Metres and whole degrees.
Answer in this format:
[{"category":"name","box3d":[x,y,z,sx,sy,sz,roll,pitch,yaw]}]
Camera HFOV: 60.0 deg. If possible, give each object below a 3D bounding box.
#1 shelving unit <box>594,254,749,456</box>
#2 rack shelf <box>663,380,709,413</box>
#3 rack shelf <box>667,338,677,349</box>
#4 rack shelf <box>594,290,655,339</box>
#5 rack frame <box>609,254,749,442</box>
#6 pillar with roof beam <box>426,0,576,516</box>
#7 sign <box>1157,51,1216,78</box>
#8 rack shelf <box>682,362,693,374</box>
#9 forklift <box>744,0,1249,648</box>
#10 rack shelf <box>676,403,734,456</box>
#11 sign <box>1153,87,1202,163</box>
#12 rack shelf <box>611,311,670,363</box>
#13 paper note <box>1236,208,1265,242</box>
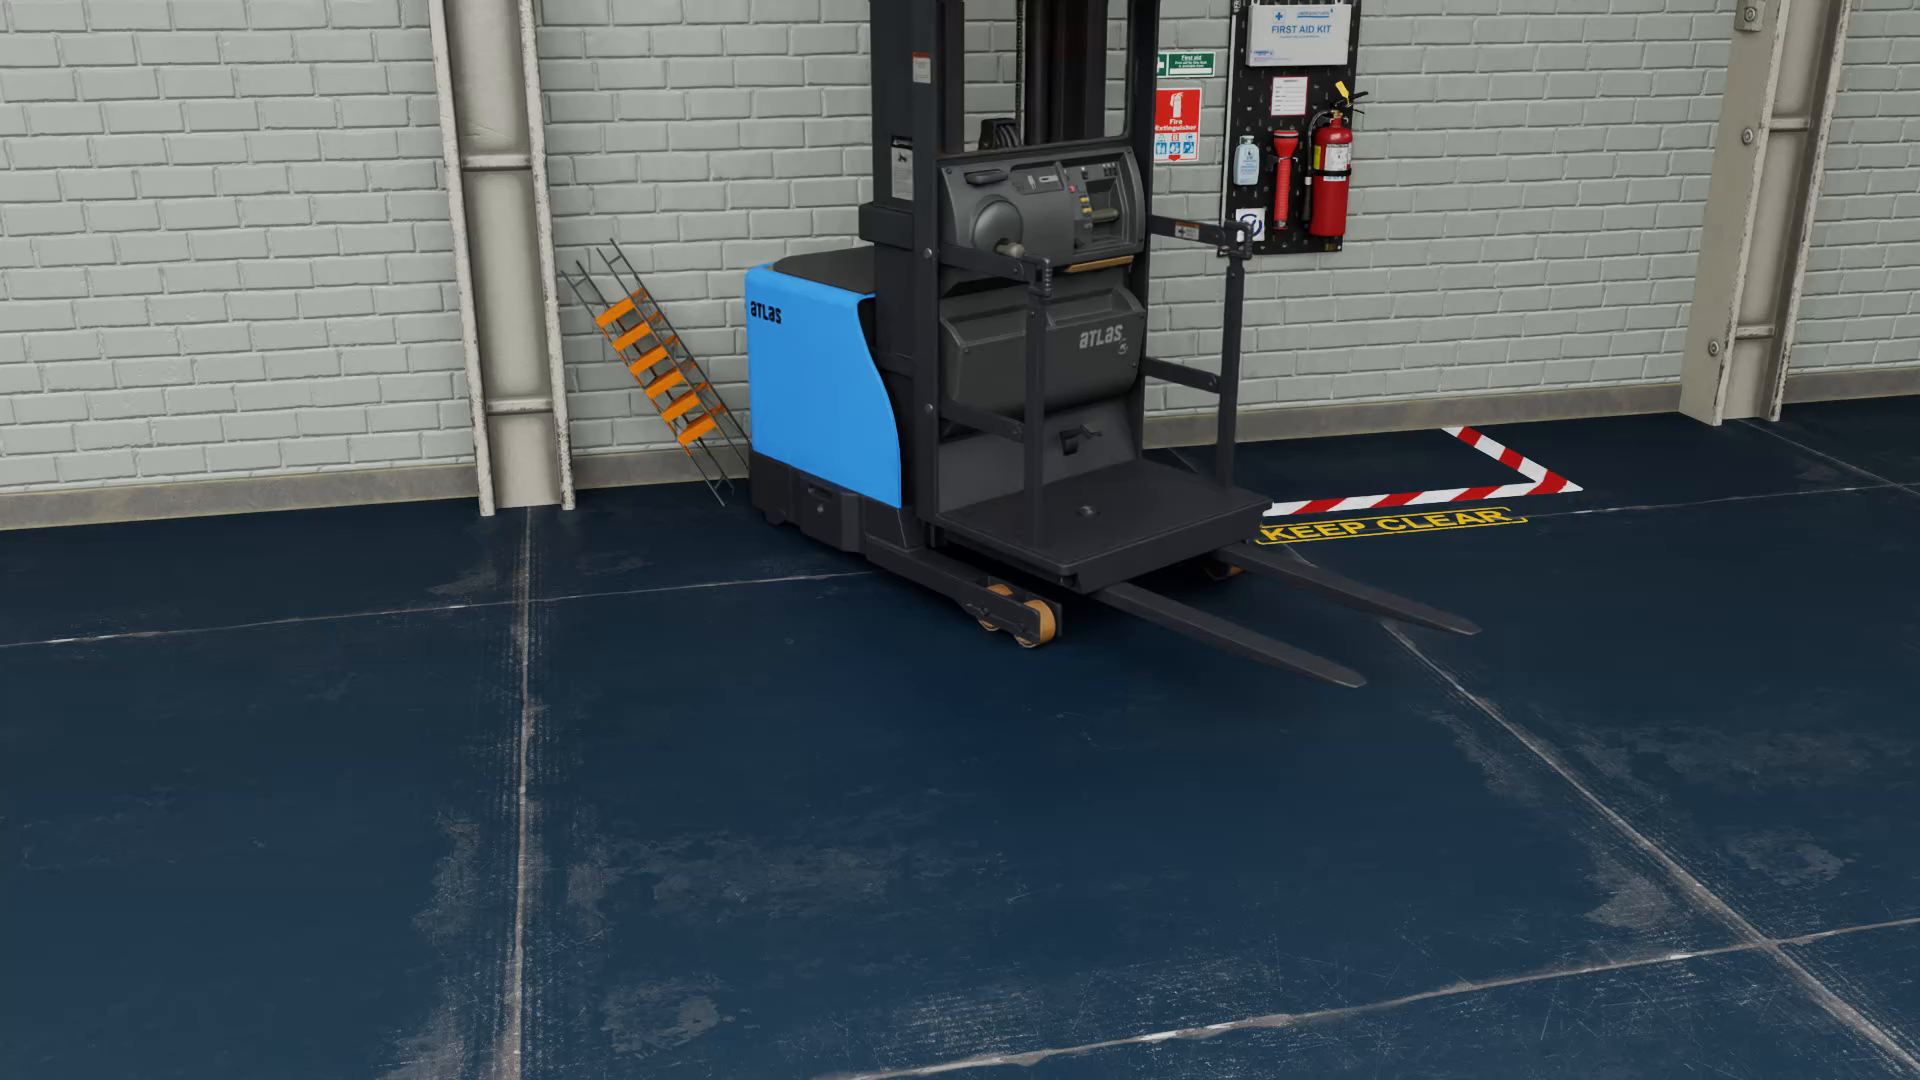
[{"category":"shelving unit","box3d":[-1.251,-0.715,7.137,0.183,1.046,0.258,-29,15,14]},{"category":"rack shelf","box3d":[-1.180,-0.604,7.173,0.171,0.034,0.221,-29,15,14]},{"category":"rack shelf","box3d":[-1.303,-0.792,7.113,0.166,0.020,0.199,-29,15,14]},{"category":"rack shelf","box3d":[-1.419,-0.970,7.056,0.180,0.103,0.258,-29,15,14]},{"category":"rack frame","box3d":[-1.175,-0.758,7.115,0.002,1.046,0.228,-29,15,14]},{"category":"pillar with roof beam","box3d":[-0.896,-2.954,1.795,0.400,9.000,9.100,-5,21,-12]},{"category":"sign","box3d":[0.984,-2.124,7.429,0.331,0.109,0.001,-5,21,-12]},{"category":"rack shelf","box3d":[-1.239,-0.695,7.144,0.166,0.020,0.199,-29,15,14]},{"category":"forklift","box3d":[0.451,-1.197,5.821,1.130,2.935,3.031,-16,26,-38]},{"category":"rack shelf","box3d":[-1.102,-0.485,7.211,0.180,0.103,0.258,-29,15,14]},{"category":"sign","box3d":[10.192,-0.621,4.008,16.451,0.391,11.513,-5,21,-12]},{"category":"rack shelf","box3d":[-1.356,-0.873,7.087,0.180,0.103,0.258,-29,15,14]},{"category":"paper note","box3d":[1.351,-1.465,7.735,0.142,0.148,0.016,-5,21,-12]}]
